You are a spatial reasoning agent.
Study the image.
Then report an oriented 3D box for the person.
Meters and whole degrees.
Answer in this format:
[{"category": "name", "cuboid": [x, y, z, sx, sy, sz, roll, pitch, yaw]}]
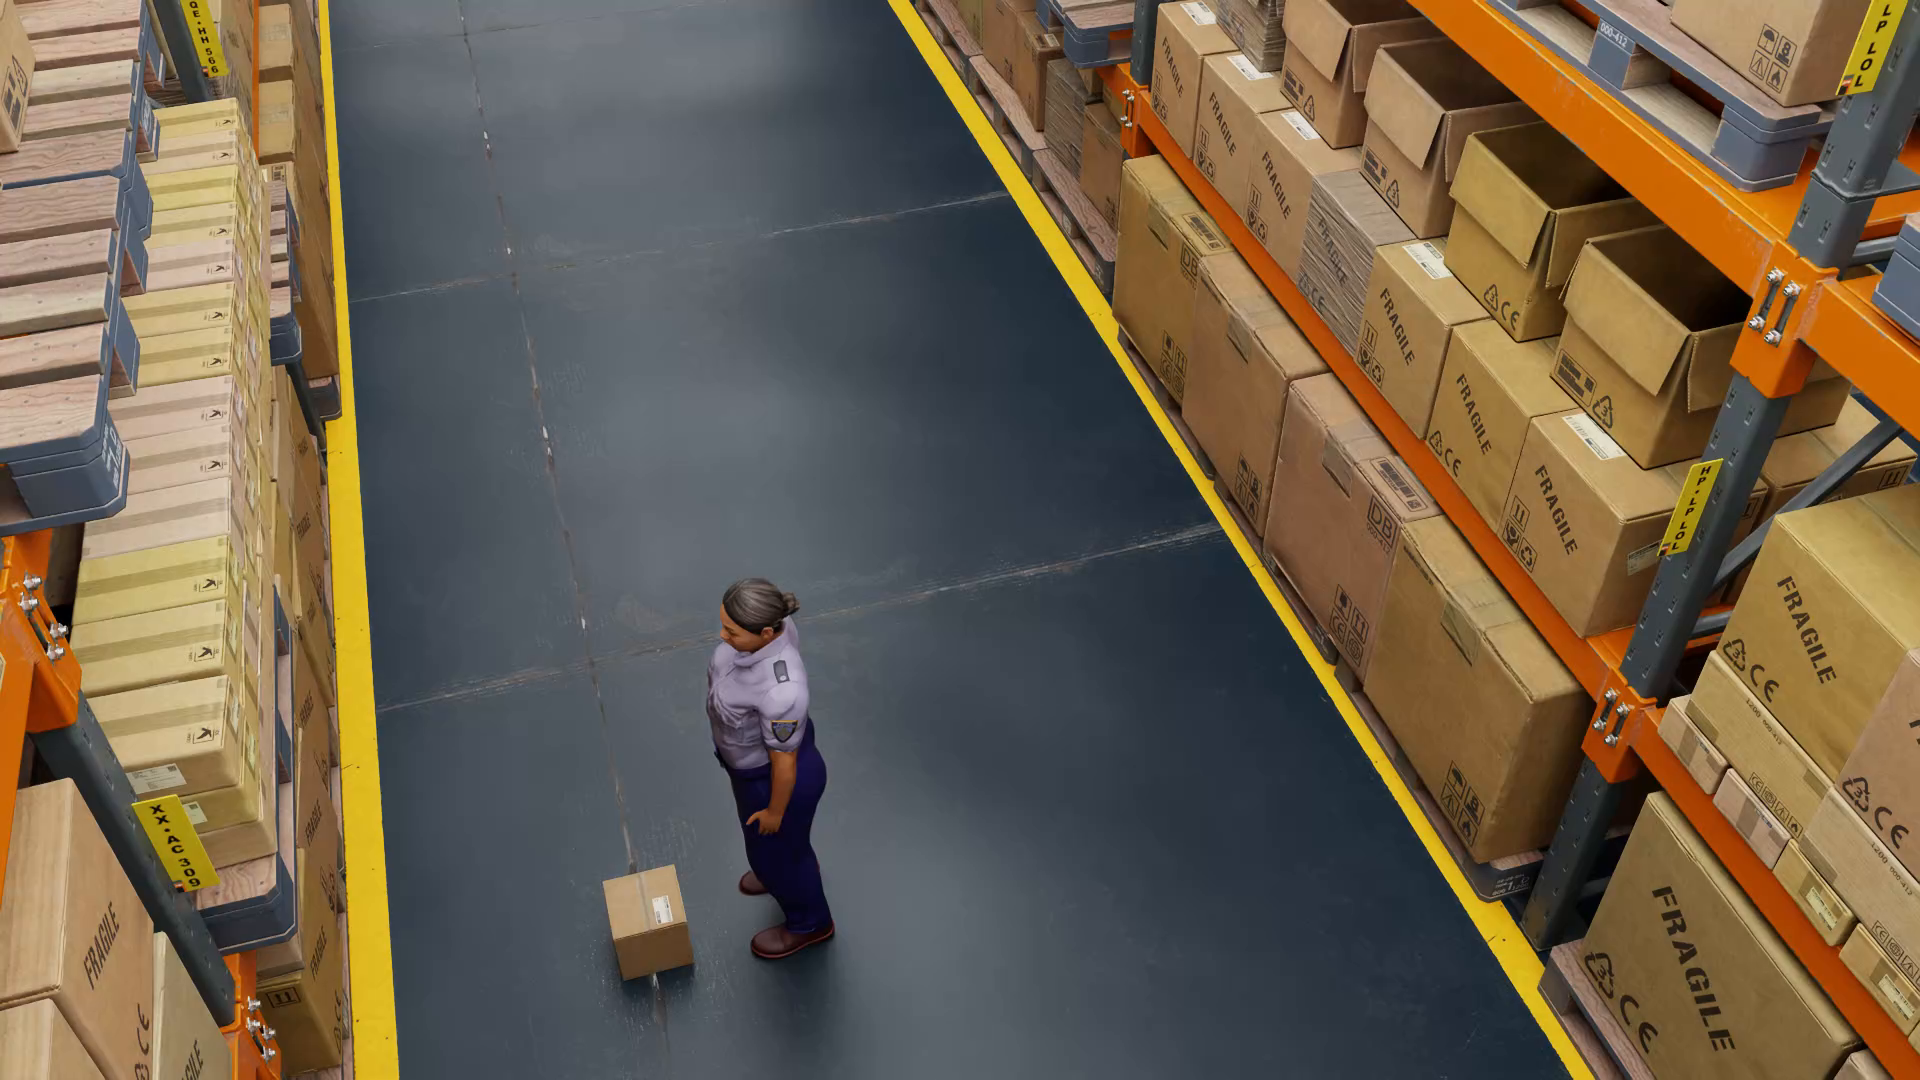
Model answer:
[{"category": "person", "cuboid": [-0.615, 0.736, 5.383, 0.341, 1.656, 0.470, -11, 44, -12]}]
